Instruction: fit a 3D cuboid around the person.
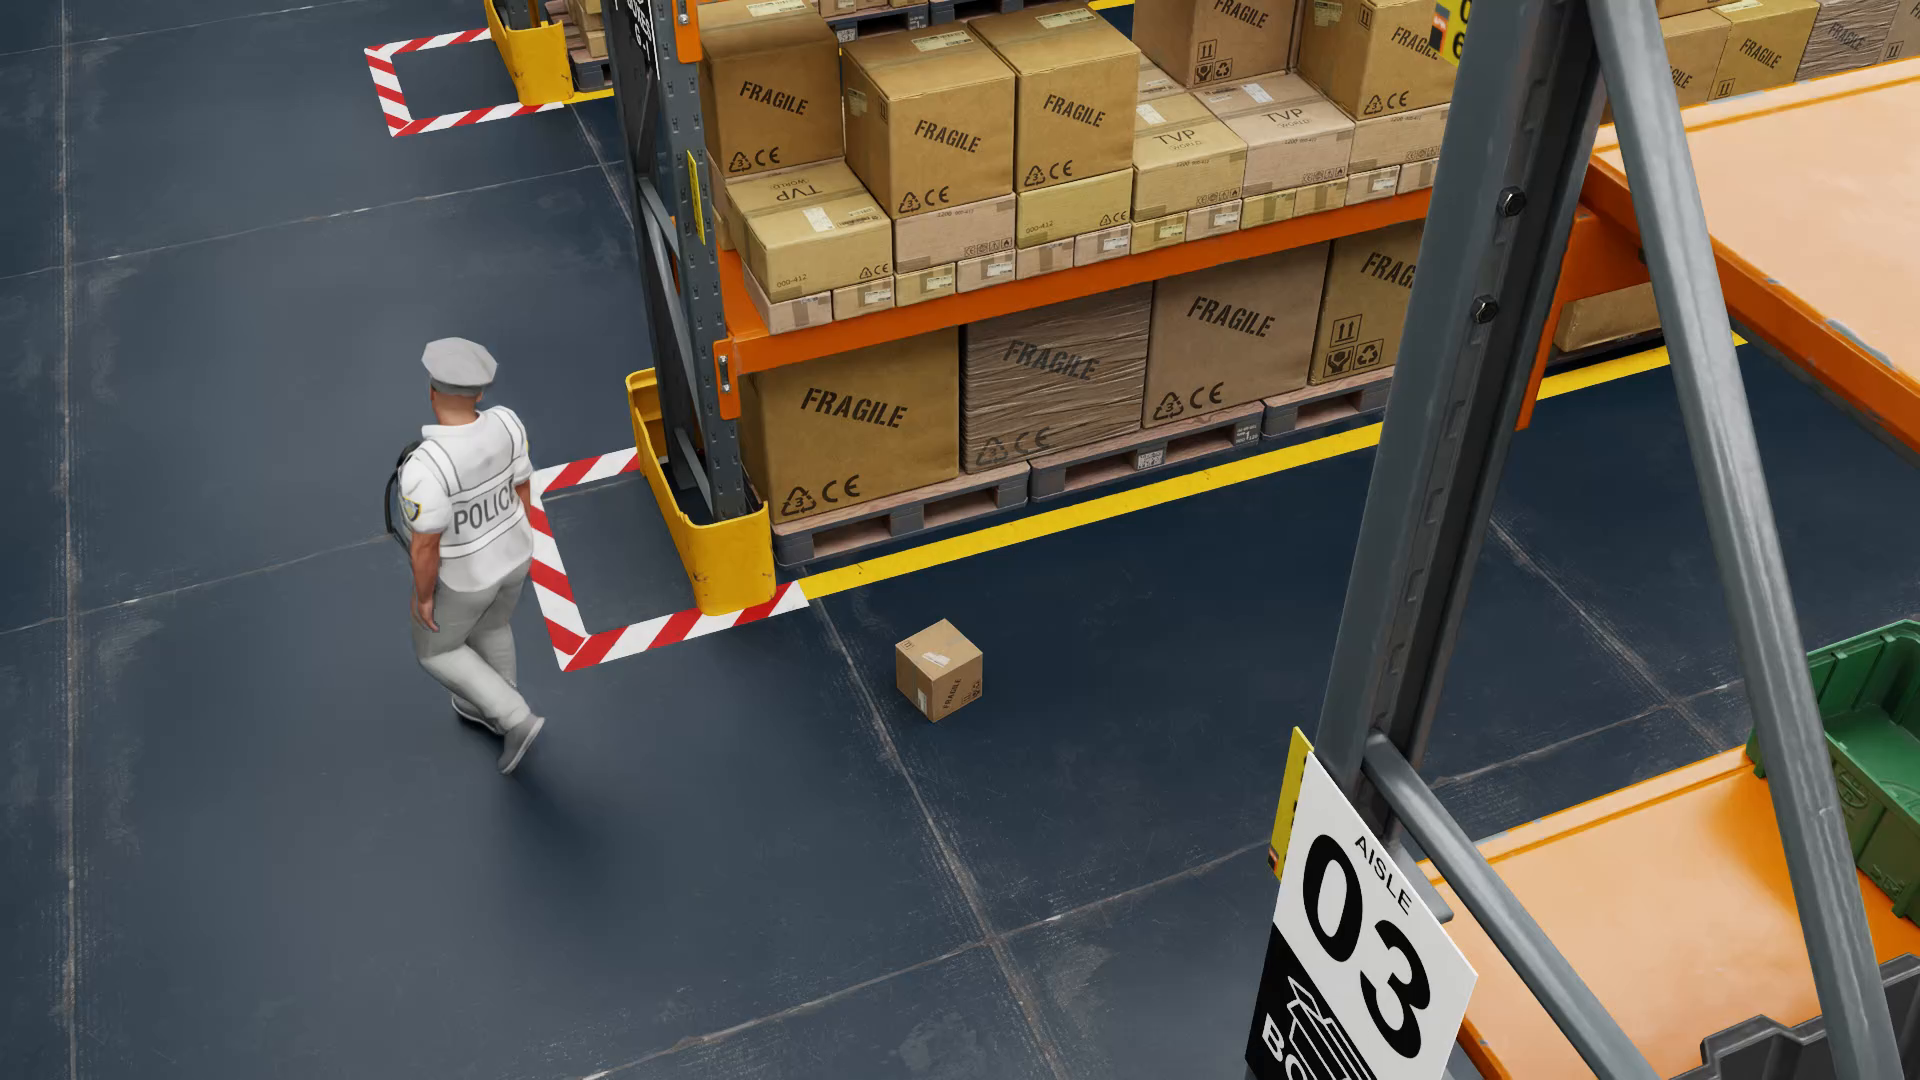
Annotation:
[{"bbox_3d":[-1.742,0.080,6.041,0.625,1.723,0.568,23,46,23],"label":"person"}]
